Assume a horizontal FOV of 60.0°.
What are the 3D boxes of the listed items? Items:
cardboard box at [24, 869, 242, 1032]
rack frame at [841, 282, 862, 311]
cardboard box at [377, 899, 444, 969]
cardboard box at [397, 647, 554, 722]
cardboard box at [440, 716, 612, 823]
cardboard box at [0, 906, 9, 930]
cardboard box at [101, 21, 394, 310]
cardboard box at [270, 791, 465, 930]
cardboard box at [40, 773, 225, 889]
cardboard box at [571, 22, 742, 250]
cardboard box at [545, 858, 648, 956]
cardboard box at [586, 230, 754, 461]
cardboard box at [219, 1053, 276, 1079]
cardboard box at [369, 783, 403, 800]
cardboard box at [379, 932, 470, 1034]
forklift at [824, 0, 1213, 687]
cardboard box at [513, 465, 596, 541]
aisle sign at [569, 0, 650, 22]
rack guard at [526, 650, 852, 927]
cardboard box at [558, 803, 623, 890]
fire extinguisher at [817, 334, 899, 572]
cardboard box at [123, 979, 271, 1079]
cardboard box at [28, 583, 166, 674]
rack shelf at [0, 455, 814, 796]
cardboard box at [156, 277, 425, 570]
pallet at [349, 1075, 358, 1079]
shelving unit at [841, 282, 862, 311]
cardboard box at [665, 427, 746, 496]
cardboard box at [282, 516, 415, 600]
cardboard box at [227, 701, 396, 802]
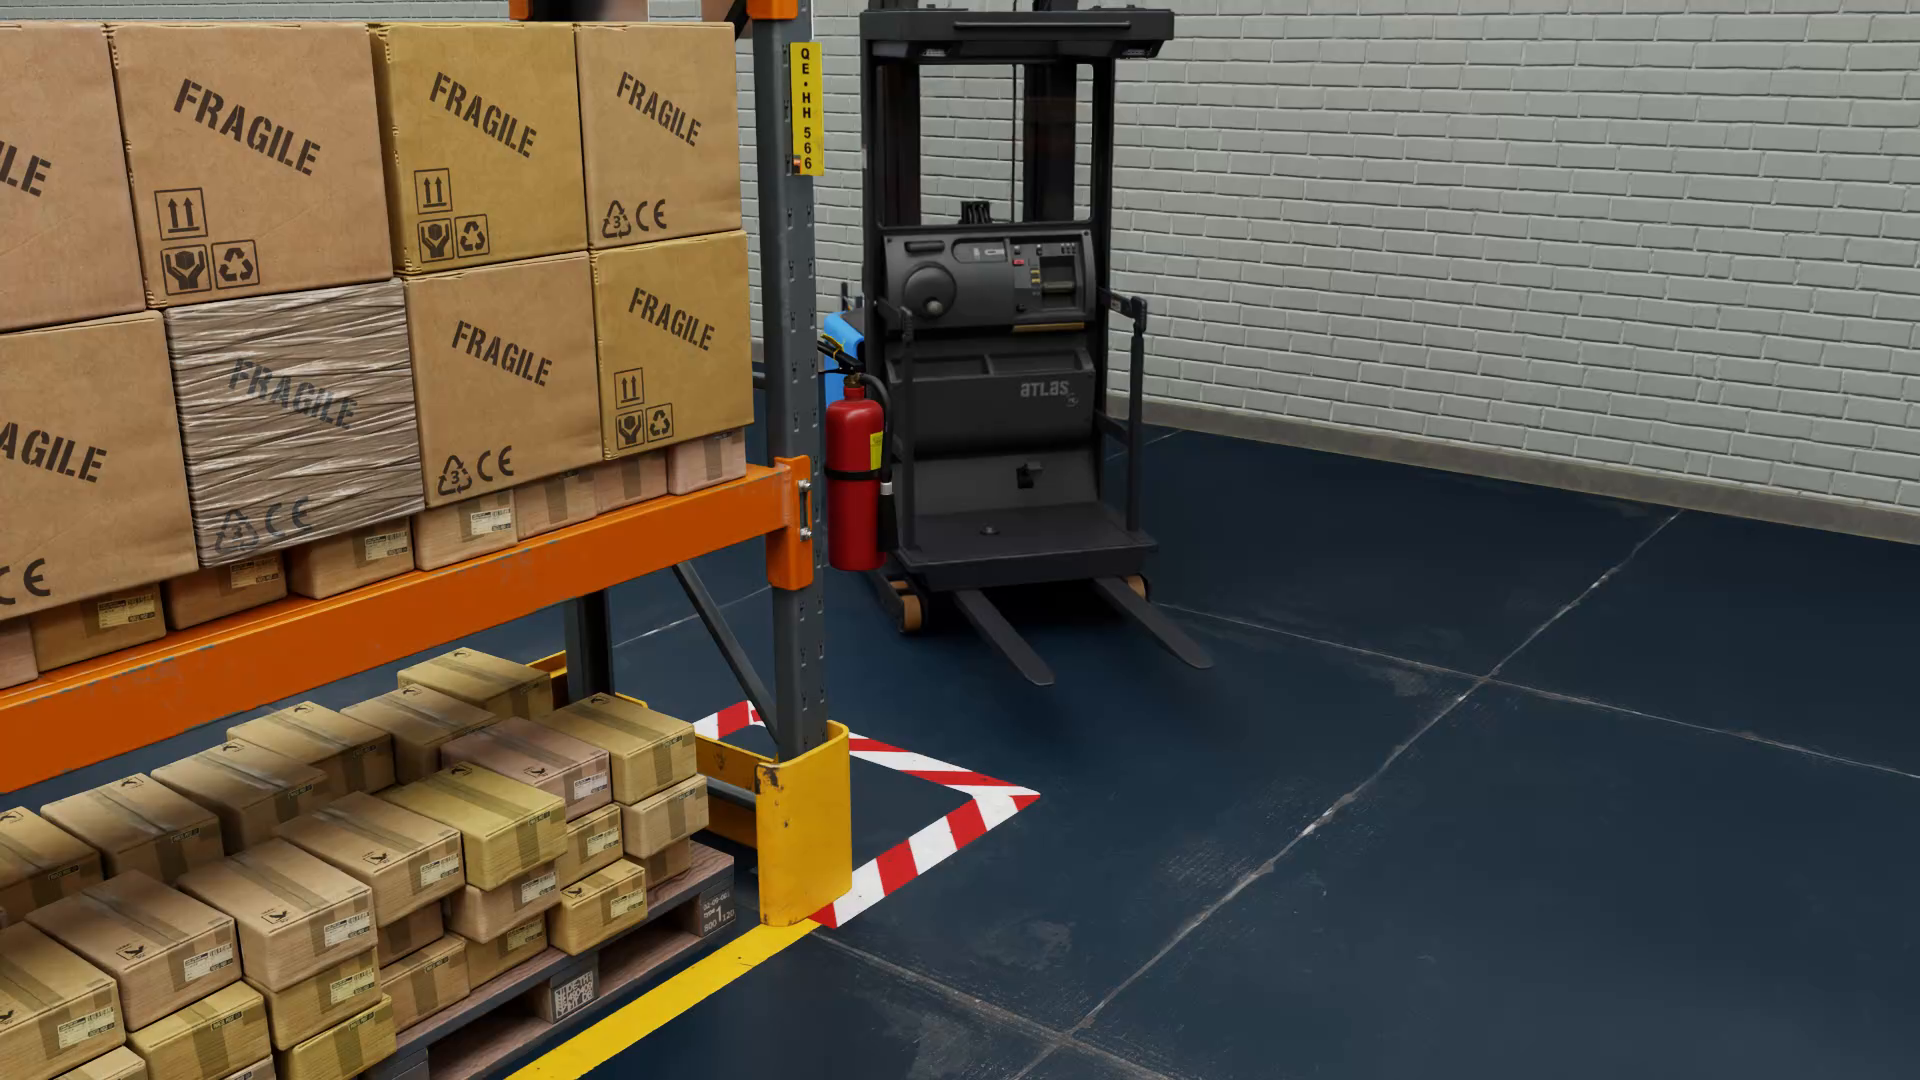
[{"bbox_3d":[-1.747,0.859,3.515,0.380,0.149,0.250,12,21,33],"label":"cardboard box"},{"bbox_3d":[-0.567,-0.771,8.828,0.032,1.125,0.500,-4,18,-13],"label":"rack frame"},{"bbox_3d":[-1.456,0.875,3.965,0.380,0.149,0.250,12,21,34],"label":"cardboard box"},{"bbox_3d":[-1.405,0.452,4.827,0.380,0.149,0.250,11,21,32],"label":"cardboard box"},{"bbox_3d":[-1.128,0.608,4.325,0.380,0.149,0.250,13,21,36],"label":"cardboard box"},{"bbox_3d":[-2.246,0.846,3.559,0.380,0.149,0.250,12,21,35],"label":"cardboard box"},{"bbox_3d":[-1.498,-0.758,3.271,0.500,0.500,0.500,14,22,37],"label":"cardboard box"},{"bbox_3d":[-1.385,0.742,3.892,0.380,0.149,0.250,11,21,33],"label":"cardboard box"},{"bbox_3d":[-1.980,0.714,3.982,0.380,0.149,0.250,13,22,37],"label":"cardboard box"},{"bbox_3d":[-0.893,-1.004,4.063,0.500,0.500,0.500,12,21,34],"label":"cardboard box"},{"bbox_3d":[-1.038,0.913,4.346,0.380,0.149,0.250,13,22,36],"label":"cardboard box"},{"bbox_3d":[-0.881,-0.527,4.213,0.500,0.500,0.500,13,21,36],"label":"cardboard box"},{"bbox_3d":[-1.682,1.155,3.566,0.380,0.149,0.250,13,21,36],"label":"cardboard box"},{"bbox_3d":[-1.622,0.738,4.408,0.380,0.149,0.250,13,21,35],"label":"cardboard box"},{"bbox_3d":[-1.402,1.021,3.996,0.380,0.149,0.250,13,21,35],"label":"cardboard box"},{"bbox_3d":[0.192,-1.134,6.955,1.130,2.935,3.031,-5,18,-15],"label":"forklift"},{"bbox_3d":[-1.103,-0.127,4.019,0.380,0.149,0.250,12,21,34],"label":"cardboard box"},{"bbox_3d":[-1.018,-1.802,4.604,0.394,0.787,0.004,12,21,35],"label":"aisle sign"},{"bbox_3d":[-0.866,0.722,5.075,1.175,0.500,0.348,12,21,35],"label":"rack guard"},{"bbox_3d":[-1.104,0.758,4.342,0.380,0.149,0.250,12,21,33],"label":"cardboard box"},{"bbox_3d":[-0.299,-0.253,4.760,0.296,0.674,0.183,12,21,35],"label":"fire extinguisher"},{"bbox_3d":[-1.680,1.013,3.522,0.380,0.149,0.250,14,22,37],"label":"cardboard box"},{"bbox_3d":[-1.771,0.115,3.239,0.380,0.149,0.250,13,21,36],"label":"cardboard box"},{"bbox_3d":[-2.012,0.330,3.336,1.077,0.370,4.000,12,21,35],"label":"rack shelf"},{"bbox_3d":[-1.487,-0.283,3.427,0.500,0.500,0.500,13,21,35],"label":"cardboard box"},{"bbox_3d":[-2.105,1.337,3.584,1.003,0.211,1.213,12,21,35],"label":"pallet"},{"bbox_3d":[-0.072,-0.805,8.939,1.048,1.125,0.538,-4,18,-13],"label":"shelving unit"},{"bbox_3d":[-0.787,-0.242,4.389,0.380,0.149,0.250,12,21,35],"label":"cardboard box"},{"bbox_3d":[-1.417,-0.005,3.625,0.380,0.149,0.250,11,21,32],"label":"cardboard box"},{"bbox_3d":[-1.726,0.576,4.427,0.380,0.149,0.250,12,21,35],"label":"cardboard box"}]
